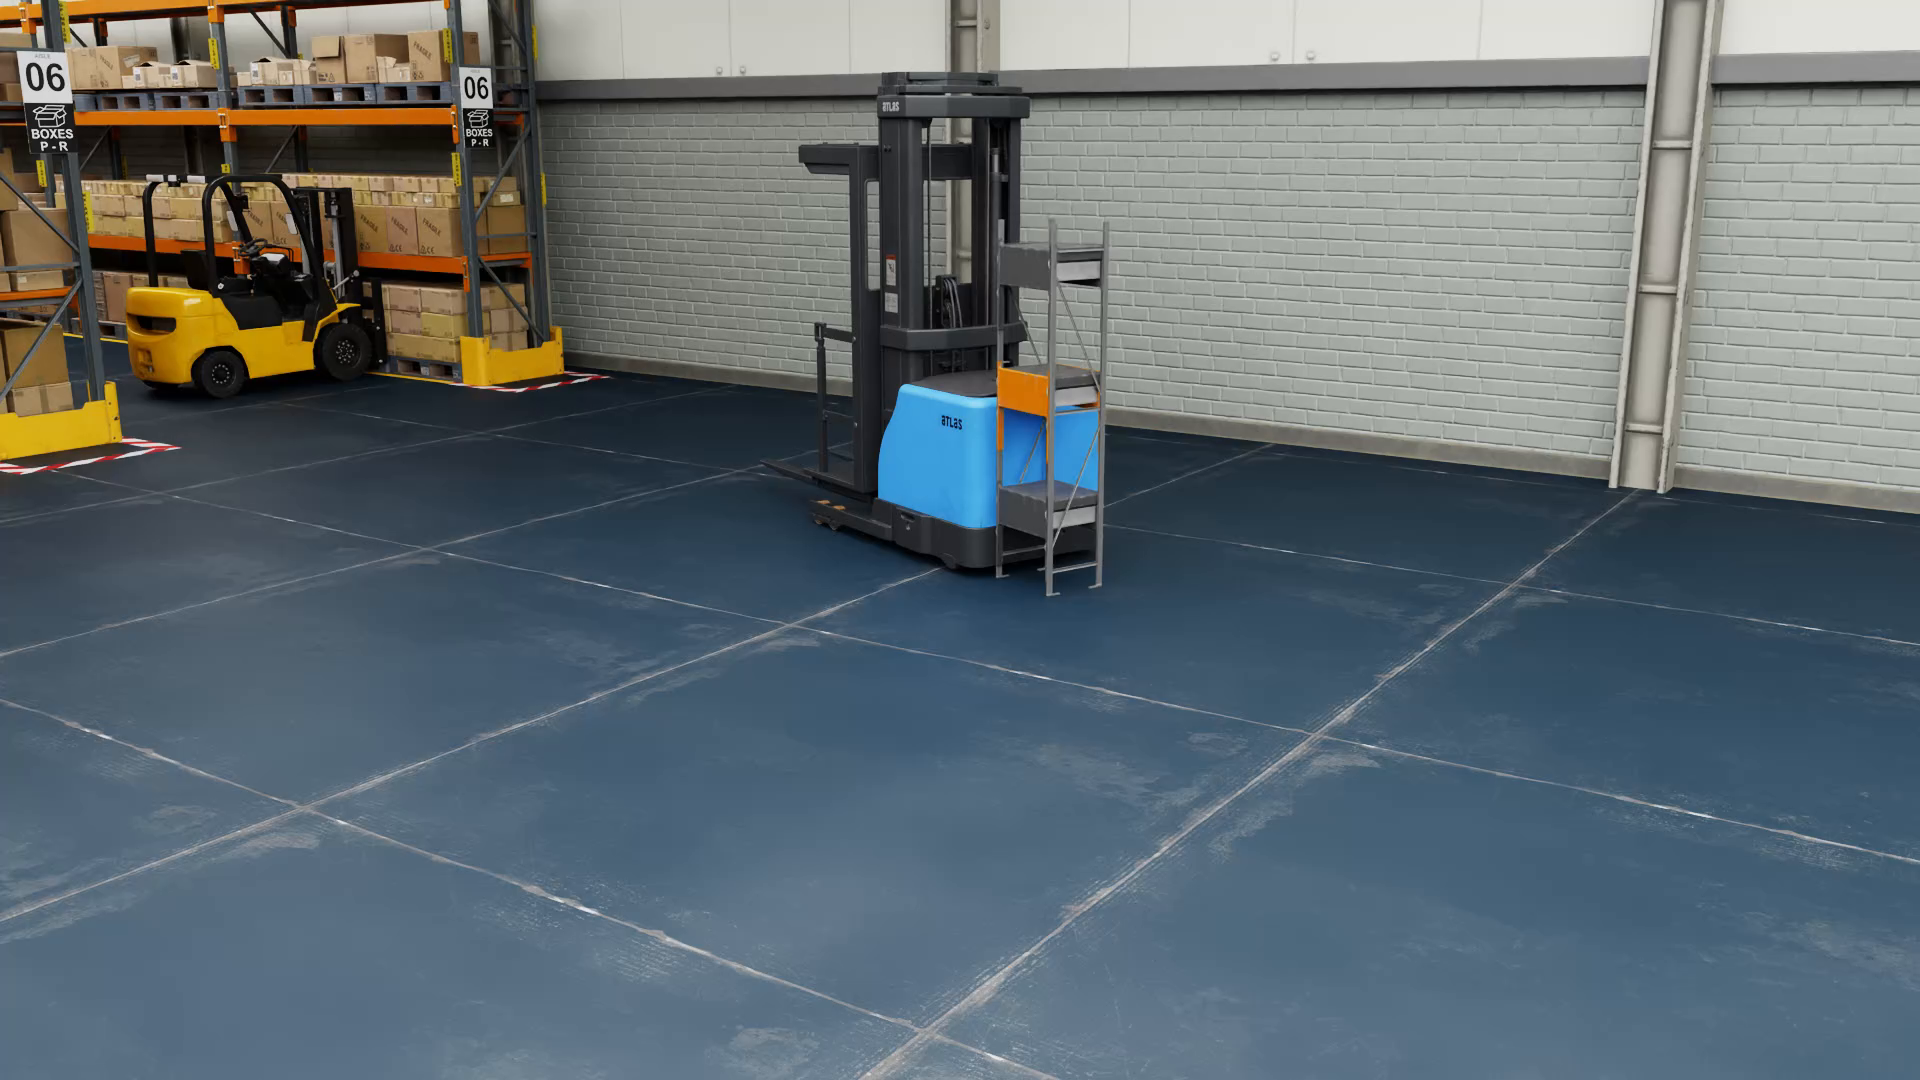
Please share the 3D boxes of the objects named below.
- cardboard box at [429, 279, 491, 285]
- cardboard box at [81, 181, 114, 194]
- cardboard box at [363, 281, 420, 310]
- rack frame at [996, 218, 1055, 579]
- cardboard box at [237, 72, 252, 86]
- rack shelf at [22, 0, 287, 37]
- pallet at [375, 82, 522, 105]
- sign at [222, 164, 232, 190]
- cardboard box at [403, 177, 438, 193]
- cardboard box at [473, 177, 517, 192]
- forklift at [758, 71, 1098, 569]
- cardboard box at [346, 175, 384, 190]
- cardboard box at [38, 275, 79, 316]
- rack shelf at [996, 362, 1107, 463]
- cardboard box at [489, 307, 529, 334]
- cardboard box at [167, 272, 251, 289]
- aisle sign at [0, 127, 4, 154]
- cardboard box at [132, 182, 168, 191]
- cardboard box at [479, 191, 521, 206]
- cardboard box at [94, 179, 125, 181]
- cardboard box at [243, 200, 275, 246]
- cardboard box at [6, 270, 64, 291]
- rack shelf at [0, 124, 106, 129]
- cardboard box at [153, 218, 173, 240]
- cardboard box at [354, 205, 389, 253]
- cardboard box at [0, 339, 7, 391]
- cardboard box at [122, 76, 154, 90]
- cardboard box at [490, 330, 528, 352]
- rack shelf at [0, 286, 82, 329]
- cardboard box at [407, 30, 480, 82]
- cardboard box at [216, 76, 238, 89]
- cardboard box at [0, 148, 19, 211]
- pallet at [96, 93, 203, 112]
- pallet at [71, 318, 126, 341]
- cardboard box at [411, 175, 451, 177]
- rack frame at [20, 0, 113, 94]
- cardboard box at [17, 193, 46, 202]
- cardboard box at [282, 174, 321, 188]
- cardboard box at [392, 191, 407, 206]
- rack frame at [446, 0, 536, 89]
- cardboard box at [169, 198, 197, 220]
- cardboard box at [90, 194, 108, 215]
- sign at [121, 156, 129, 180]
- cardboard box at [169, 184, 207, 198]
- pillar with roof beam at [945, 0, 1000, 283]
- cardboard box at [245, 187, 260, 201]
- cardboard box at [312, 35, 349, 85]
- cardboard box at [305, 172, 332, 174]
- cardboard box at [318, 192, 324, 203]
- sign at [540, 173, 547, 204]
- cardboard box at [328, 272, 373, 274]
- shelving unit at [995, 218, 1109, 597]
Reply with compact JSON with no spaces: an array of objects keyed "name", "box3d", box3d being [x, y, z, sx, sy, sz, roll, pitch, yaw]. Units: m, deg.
[{"name":"cardboard box","box3d":[-5.500,-2.714,18.312,0.500,0.250,0.500,9,17,33]},{"name":"cardboard box","box3d":[-10.879,-4.461,21.044,0.250,0.149,0.380,10,17,34]},{"name":"cardboard box","box3d":[-6.198,-2.678,18.167,0.500,0.250,0.500,9,17,34]},{"name":"rack frame","box3d":[0.382,-0.817,9.755,0.400,2.100,0.015,-9,17,-34]},{"name":"cardboard box","box3d":[-7.907,-5.193,18.758,0.250,0.149,0.380,10,17,34]},{"name":"rack shelf","box3d":[-9.769,-6.365,20.136,4.000,0.370,1.077,9,17,33]},{"name":"pallet","box3d":[-5.363,-4.704,17.526,1.213,0.211,1.003,9,17,33]},{"name":"sign","box3d":[-8.404,-4.142,19.067,0.005,0.325,0.100,9,17,33]},{"name":"cardboard box","box3d":[-5.659,-3.761,17.599,0.250,0.149,0.380,10,17,34]},{"name":"cardboard box","box3d":[-4.950,-3.787,17.700,0.250,0.149,0.380,9,16,32]},{"name":"forklift","box3d":[-0.359,-1.547,10.974,1.130,2.935,3.031,-9,17,-34]},{"name":"cardboard box","box3d":[-6.481,-3.909,18.197,0.250,0.149,0.380,9,17,34]},{"name":"cardboard box","box3d":[-11.899,-3.268,22.112,0.500,0.500,0.500,10,17,34]},{"name":"rack shelf","box3d":[0.521,-0.756,9.564,0.431,0.518,0.480,-9,17,-34]},{"name":"cardboard box","box3d":[-5.065,-2.407,18.114,0.500,0.250,0.500,10,17,34]},{"name":"cardboard box","box3d":[-9.188,-2.952,20.574,0.625,0.625,0.875,9,17,32]},{"name":"aisle sign","box3d":[-7.668,-3.397,12.892,0.004,0.787,0.394,9,17,33]},{"name":"cardboard box","box3d":[-9.982,-4.339,20.552,0.250,0.149,0.380,9,17,33]},{"name":"cardboard box","box3d":[-4.927,-3.652,17.775,0.250,0.149,0.380,9,16,31]},{"name":"cardboard box","box3d":[-11.046,-4.624,21.703,0.250,0.149,0.380,10,17,35]},{"name":"cardboard box","box3d":[-7.887,-3.665,19.176,0.500,0.500,0.500,9,16,31]},{"name":"cardboard box","box3d":[-7.724,-2.166,13.853,0.250,0.149,0.380,9,17,33]},{"name":"rack shelf","box3d":[-13.088,-5.639,22.615,4.000,0.370,1.077,9,17,33]},{"name":"cardboard box","box3d":[-9.489,-3.809,20.281,0.500,0.250,0.500,9,17,33]},{"name":"cardboard box","box3d":[-6.196,-3.393,18.081,0.500,0.500,0.500,9,16,32]},{"name":"cardboard box","box3d":[-8.368,-1.489,13.886,0.500,0.500,0.500,9,17,33]},{"name":"cardboard box","box3d":[-9.831,-5.504,20.015,0.250,0.149,0.380,9,16,32]},{"name":"cardboard box","box3d":[-5.089,-2.165,18.175,0.500,0.250,0.500,9,17,33]},{"name":"rack shelf","box3d":[-9.217,-2.120,14.642,4.000,0.370,1.077,9,17,33]},{"name":"cardboard box","box3d":[-5.294,-4.959,17.080,0.500,0.500,0.500,10,17,35]},{"name":"cardboard box","box3d":[-8.704,-5.467,19.864,0.250,0.149,0.380,9,17,33]},{"name":"cardboard box","box3d":[-8.103,-2.904,13.405,0.500,0.500,0.700,9,16,31]},{"name":"pallet","box3d":[-9.886,-5.406,20.569,1.213,0.211,1.003,10,17,35]},{"name":"pallet","box3d":[-10.767,-2.792,21.663,1.213,0.211,1.003,9,17,33]},{"name":"cardboard box","box3d":[-5.805,-3.927,18.269,0.250,0.149,0.380,10,17,35]},{"name":"rack frame","box3d":[-11.428,-7.176,21.085,0.127,3.000,1.000,9,17,33]},{"name":"cardboard box","box3d":[-12.485,-4.472,22.084,0.500,0.250,0.500,8,16,30]},{"name":"cardboard box","box3d":[-7.370,-4.029,18.679,0.250,0.149,0.380,10,17,34]},{"name":"cardboard box","box3d":[-5.843,-3.656,17.792,0.250,0.149,0.380,9,17,32]},{"name":"rack frame","box3d":[-4.790,-6.103,16.751,0.127,3.000,1.000,9,17,33]},{"name":"cardboard box","box3d":[-9.090,-3.980,19.930,0.500,0.250,0.500,9,16,31]},{"name":"cardboard box","box3d":[-10.782,-4.258,21.054,0.500,0.250,0.500,10,17,35]},{"name":"sign","box3d":[-11.121,-4.937,22.115,0.005,0.325,0.100,9,17,33]},{"name":"cardboard box","box3d":[-9.207,-4.176,19.891,0.250,0.149,0.380,9,16,31]},{"name":"pillar with roof beam","box3d":[-2.289,-4.713,11.136,0.400,9.000,9.100,9,17,33]},{"name":"cardboard box","box3d":[-7.992,-3.996,19.164,0.250,0.149,0.380,9,16,32]},{"name":"cardboard box","box3d":[-6.552,-5.204,18.063,0.637,0.503,0.797,10,17,35]},{"name":"cardboard box","box3d":[-7.491,-4.211,19.414,0.250,0.149,0.380,9,16,31]},{"name":"cardboard box","box3d":[-6.946,-3.818,18.448,0.250,0.149,0.380,9,16,31]},{"name":"sign","box3d":[-4.476,-3.760,17.802,0.005,0.325,0.100,9,17,33]},{"name":"cardboard box","box3d":[-7.164,-2.990,19.425,0.500,0.250,0.500,9,16,32]},{"name":"shelving unit","box3d":[0.521,-0.769,9.561,0.431,2.100,0.503,-9,17,-34]}]
